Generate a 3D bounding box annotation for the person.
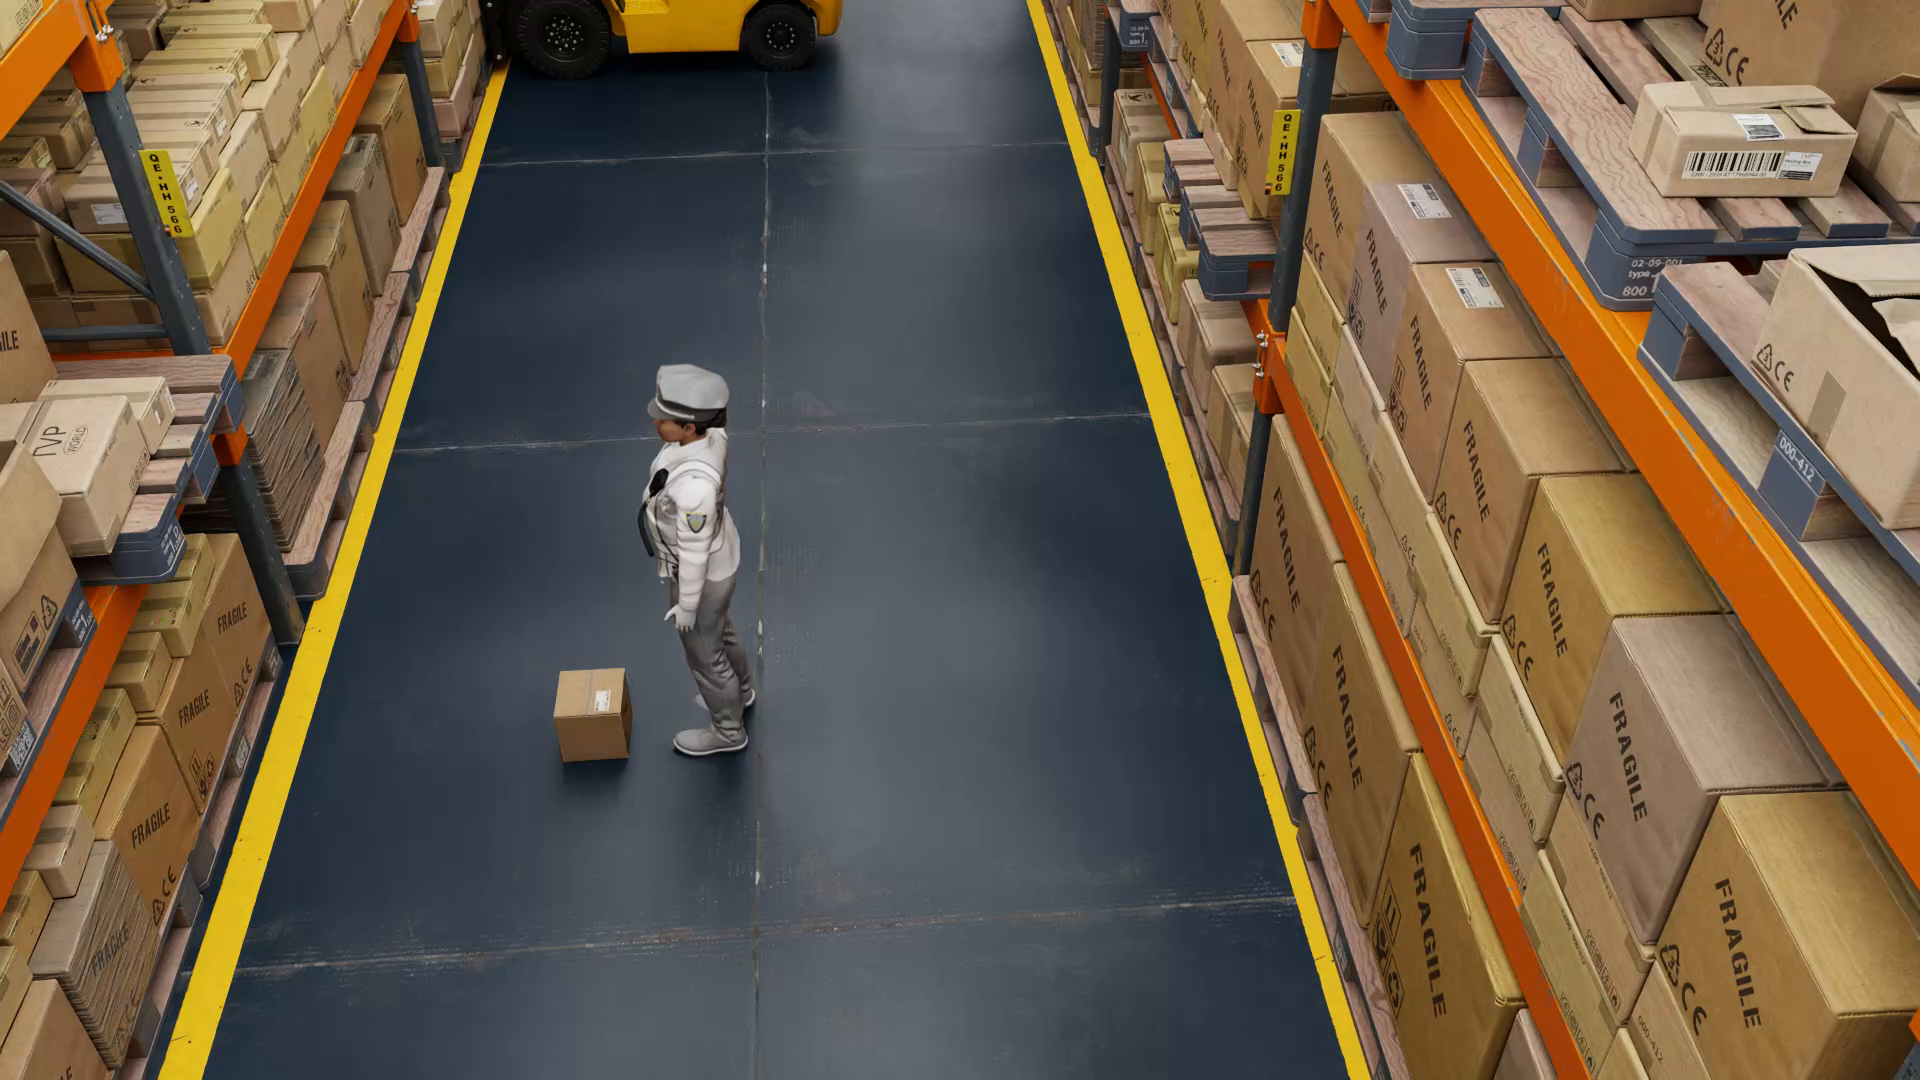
[{"bbox_3d":[-0.942,0.122,6.023,0.348,1.732,0.475,-2,39,-3],"label":"person"}]
